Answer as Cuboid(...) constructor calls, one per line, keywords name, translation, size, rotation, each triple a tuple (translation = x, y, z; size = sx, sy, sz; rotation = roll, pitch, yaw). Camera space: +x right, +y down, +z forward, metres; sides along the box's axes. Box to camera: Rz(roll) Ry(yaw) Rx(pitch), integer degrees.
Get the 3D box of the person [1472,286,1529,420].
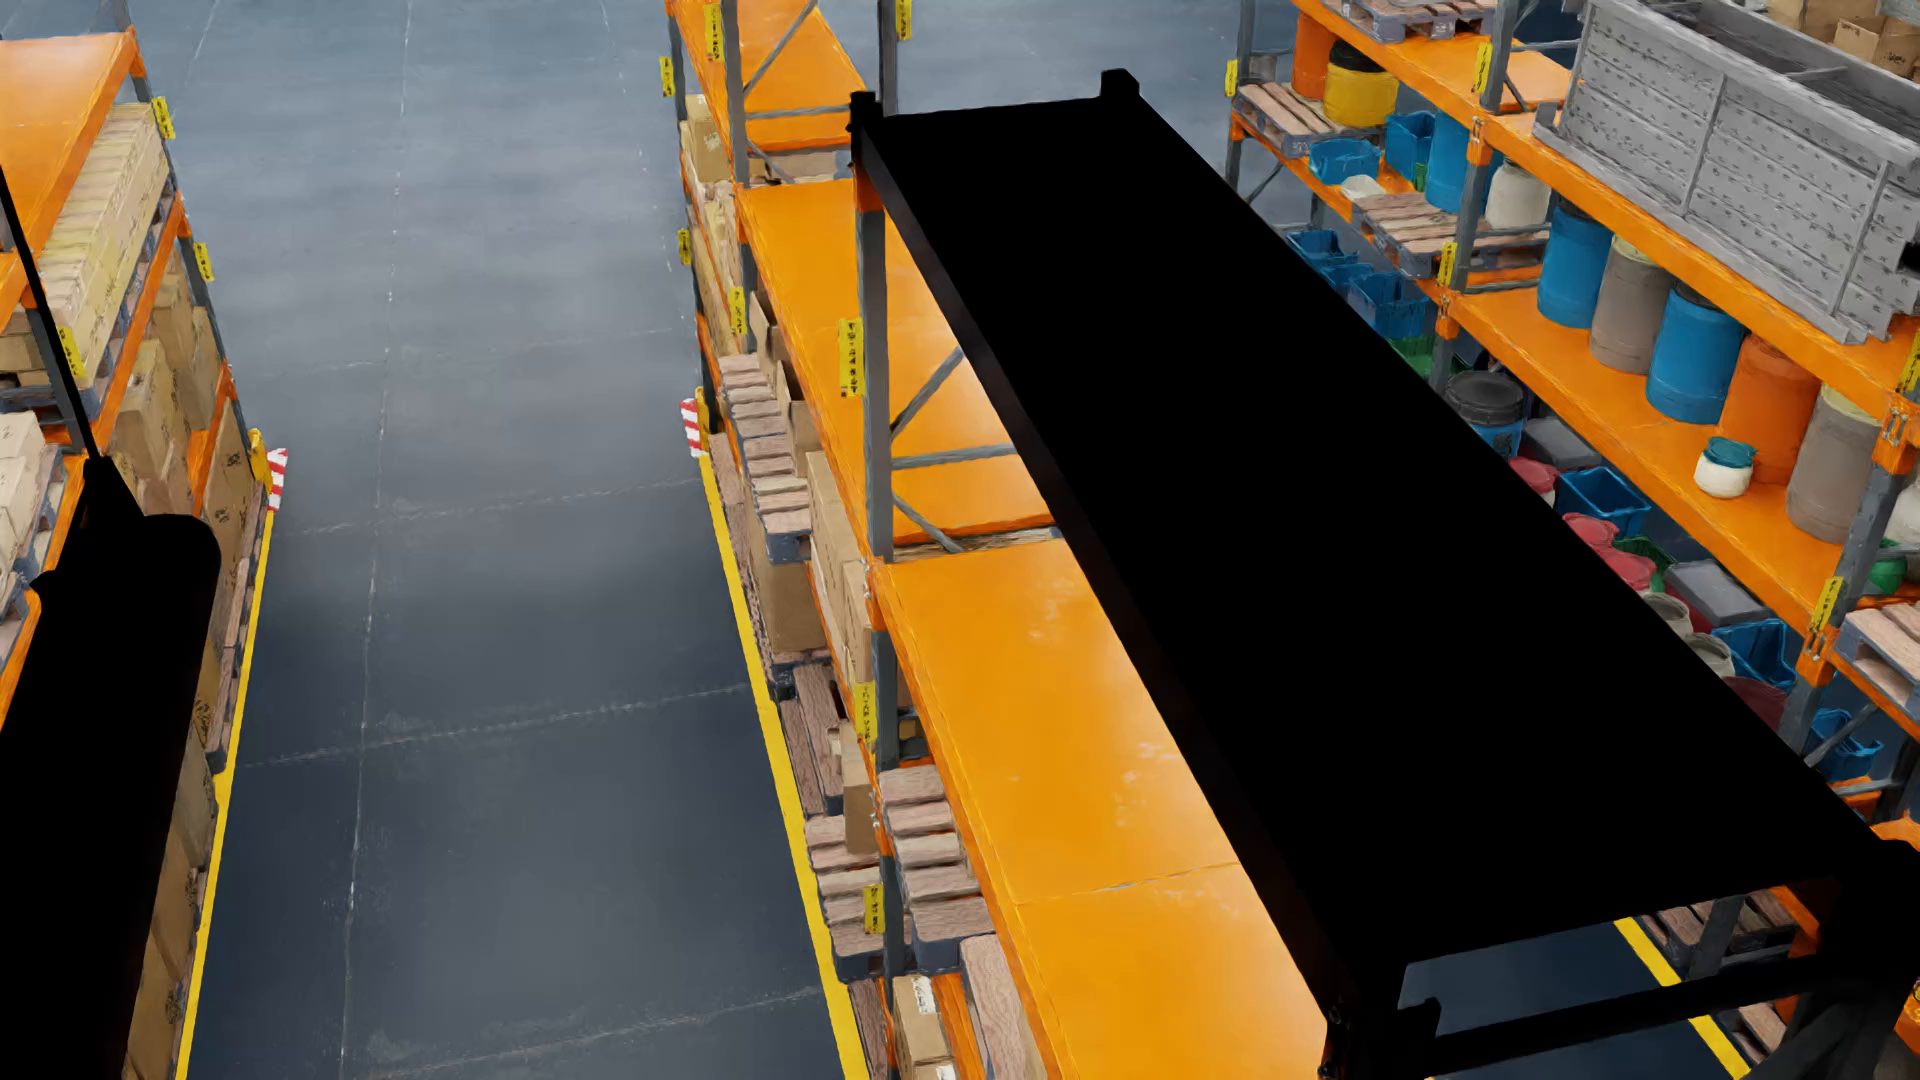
Cuboid(name="person", translation=(4.986, -1.715, 15.187), size=(0.479, 1.567, 1.090), rotation=(-7, 35, -10))
